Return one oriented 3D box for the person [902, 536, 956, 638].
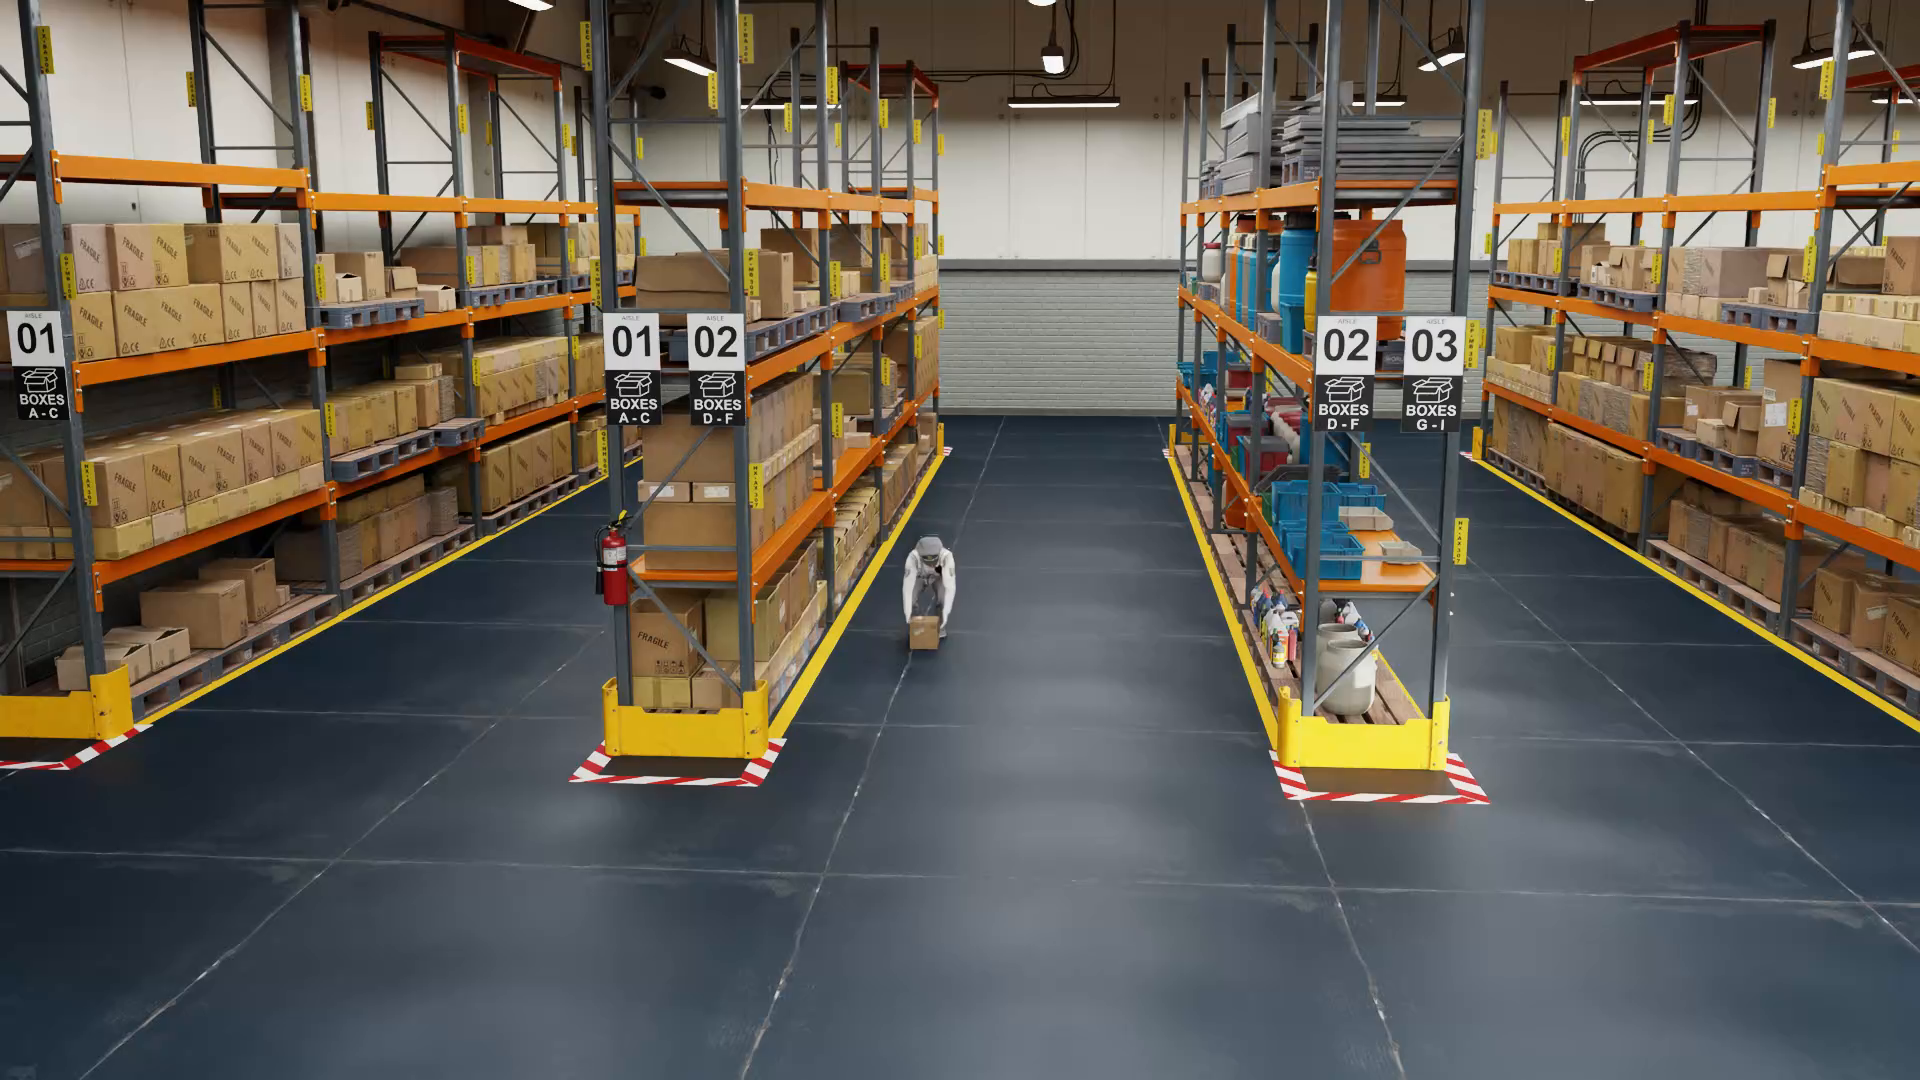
[{"bbox_3d":[-0.275,0.419,15.505,0.499,1.006,0.840,1,11,5],"label":"person"}]
